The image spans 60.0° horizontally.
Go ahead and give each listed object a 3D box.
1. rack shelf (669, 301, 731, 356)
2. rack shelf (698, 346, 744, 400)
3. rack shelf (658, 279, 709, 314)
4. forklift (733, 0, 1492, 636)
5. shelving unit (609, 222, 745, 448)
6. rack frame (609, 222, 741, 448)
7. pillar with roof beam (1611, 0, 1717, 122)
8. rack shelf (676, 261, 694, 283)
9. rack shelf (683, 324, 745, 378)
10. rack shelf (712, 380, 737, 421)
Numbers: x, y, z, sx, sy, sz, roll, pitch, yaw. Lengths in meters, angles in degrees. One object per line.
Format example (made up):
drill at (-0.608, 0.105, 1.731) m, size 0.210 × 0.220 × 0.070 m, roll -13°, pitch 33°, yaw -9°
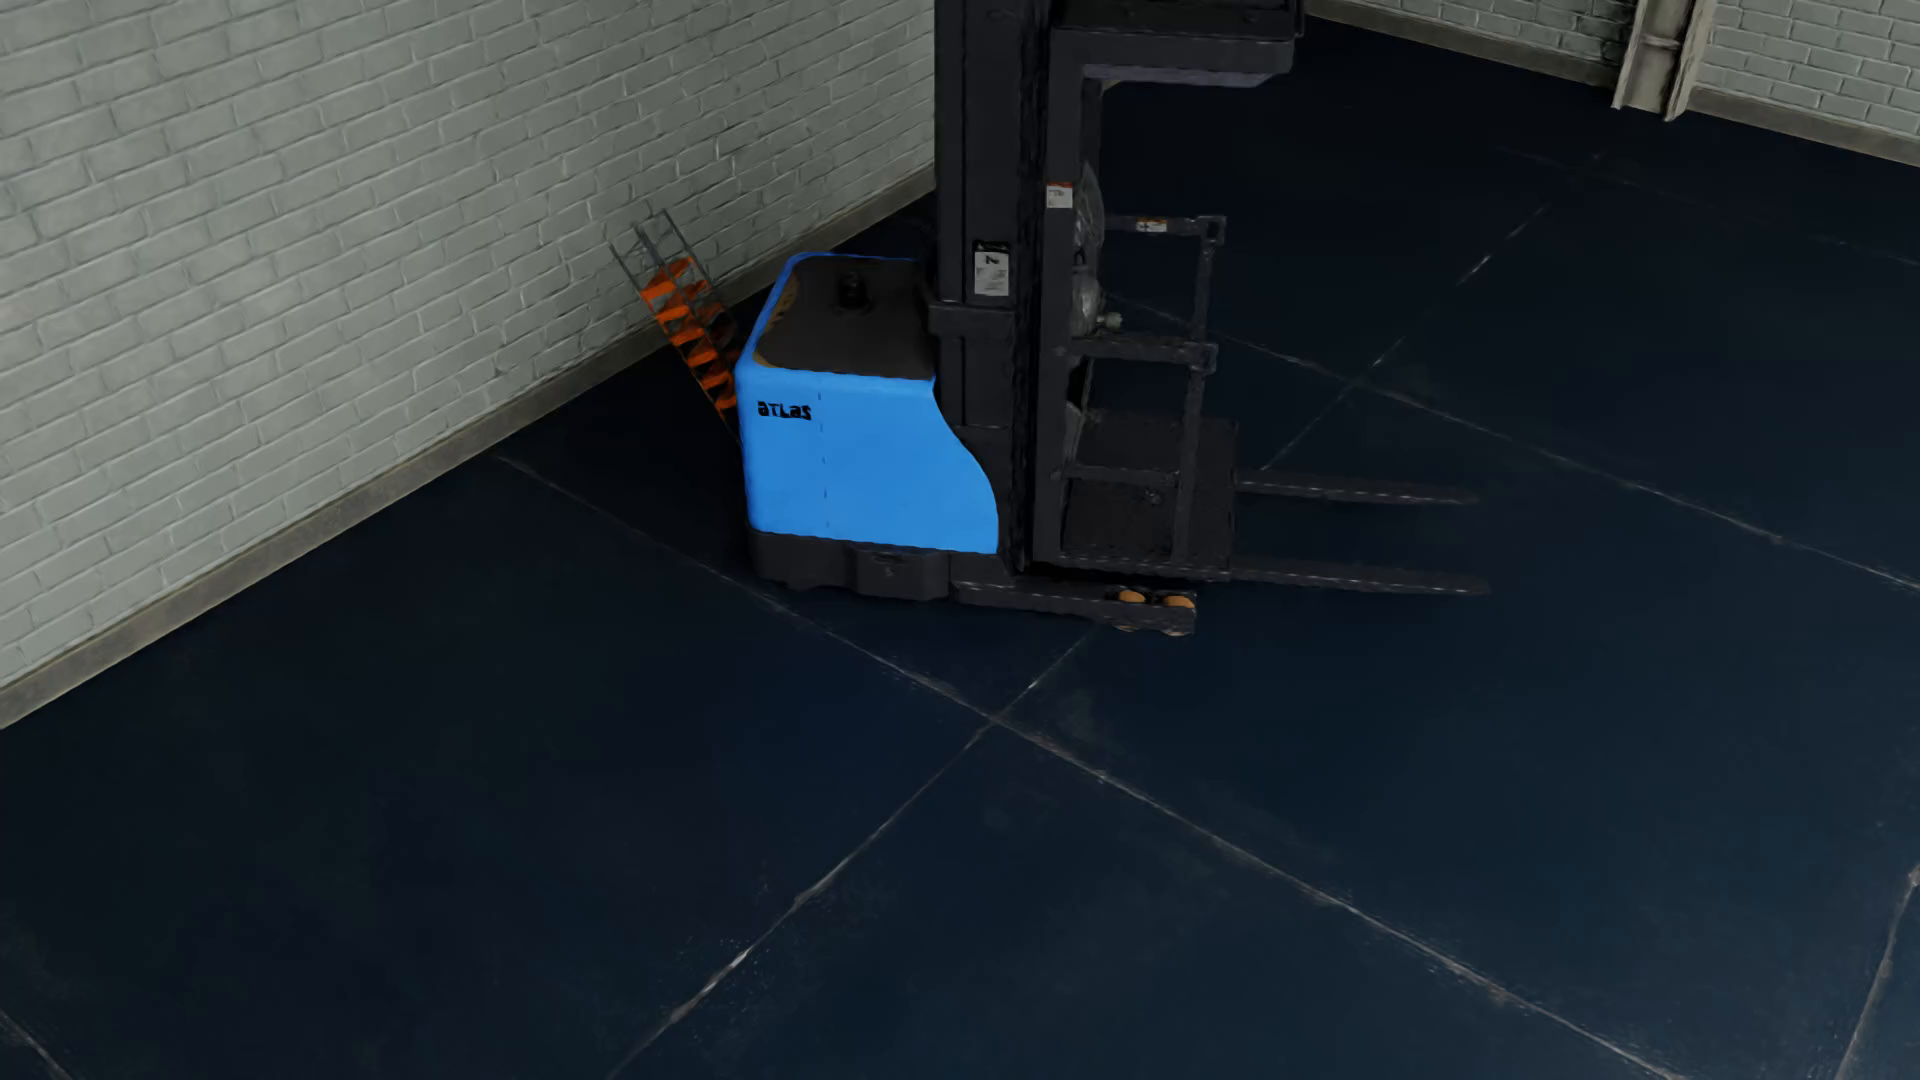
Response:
rack shelf at (-1.156, -0.950, 7.427) m, size 0.180 × 0.103 × 0.258 m, roll -15°, pitch 30°, yaw 29°
rack shelf at (-1.044, -0.765, 7.532) m, size 0.180 × 0.103 × 0.258 m, roll -15°, pitch 30°, yaw 29°
rack shelf at (-1.224, -1.064, 7.363) m, size 0.171 × 0.034 × 0.221 m, roll -15°, pitch 30°, yaw 29°
forklift at (0.674, -1.065, 6.342) m, size 3.031 × 2.797 × 1.129 m, roll 5°, pitch 38°, yaw 7°
shelving unit at (-1.122, -0.891, 7.461) m, size 0.184 × 1.200 × 0.258 m, roll -15°, pitch 30°, yaw 29°
rack frame at (-1.198, -0.870, 7.505) m, size 0.006 × 1.200 × 0.240 m, roll -15°, pitch 30°, yaw 29°
pillar with roof beam at (1.884, -4.262, 5.394) m, size 0.400 × 9.000 × 9.100 m, roll 25°, pitch 45°, yaw 29°
rack shelf at (-1.276, -1.150, 7.314) m, size 0.166 × 0.020 × 0.199 m, roll -15°, pitch 30°, yaw 29°
rack shelf at (-1.100, -0.857, 7.479) m, size 0.180 × 0.103 × 0.258 m, roll -15°, pitch 30°, yaw 29°
rack shelf at (-0.989, -0.672, 7.584) m, size 0.180 × 0.103 × 0.258 m, roll -15°, pitch 30°, yaw 29°
